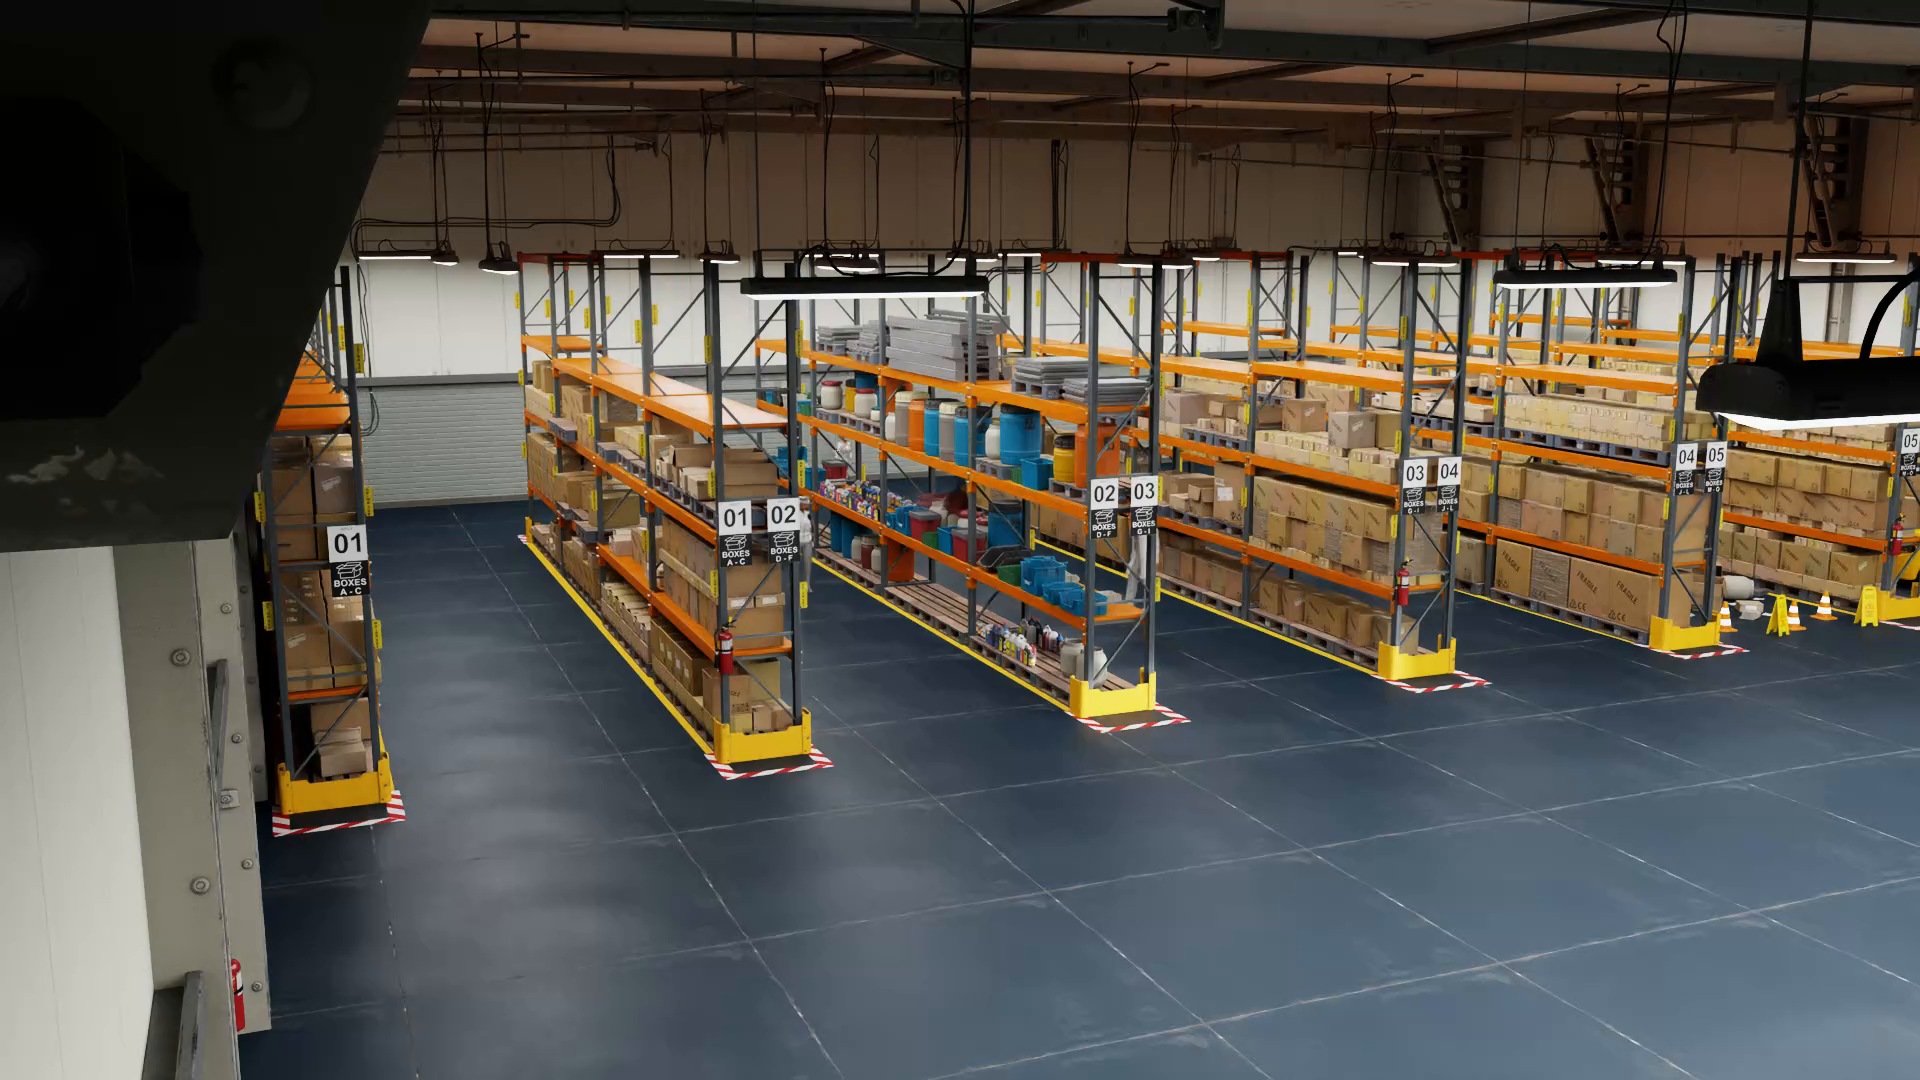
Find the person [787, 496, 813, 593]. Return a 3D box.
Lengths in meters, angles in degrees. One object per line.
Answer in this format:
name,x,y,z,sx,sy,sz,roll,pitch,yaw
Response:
person,-2.735,0.054,28.526,0.442,1.656,0.598,-5,11,-24

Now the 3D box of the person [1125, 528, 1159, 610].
person,2.857,0.375,26.391,0.615,1.797,0.600,-10,14,-42

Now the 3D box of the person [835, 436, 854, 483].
person,-2.821,-1.855,40.697,0.439,1.590,0.427,2,11,13
